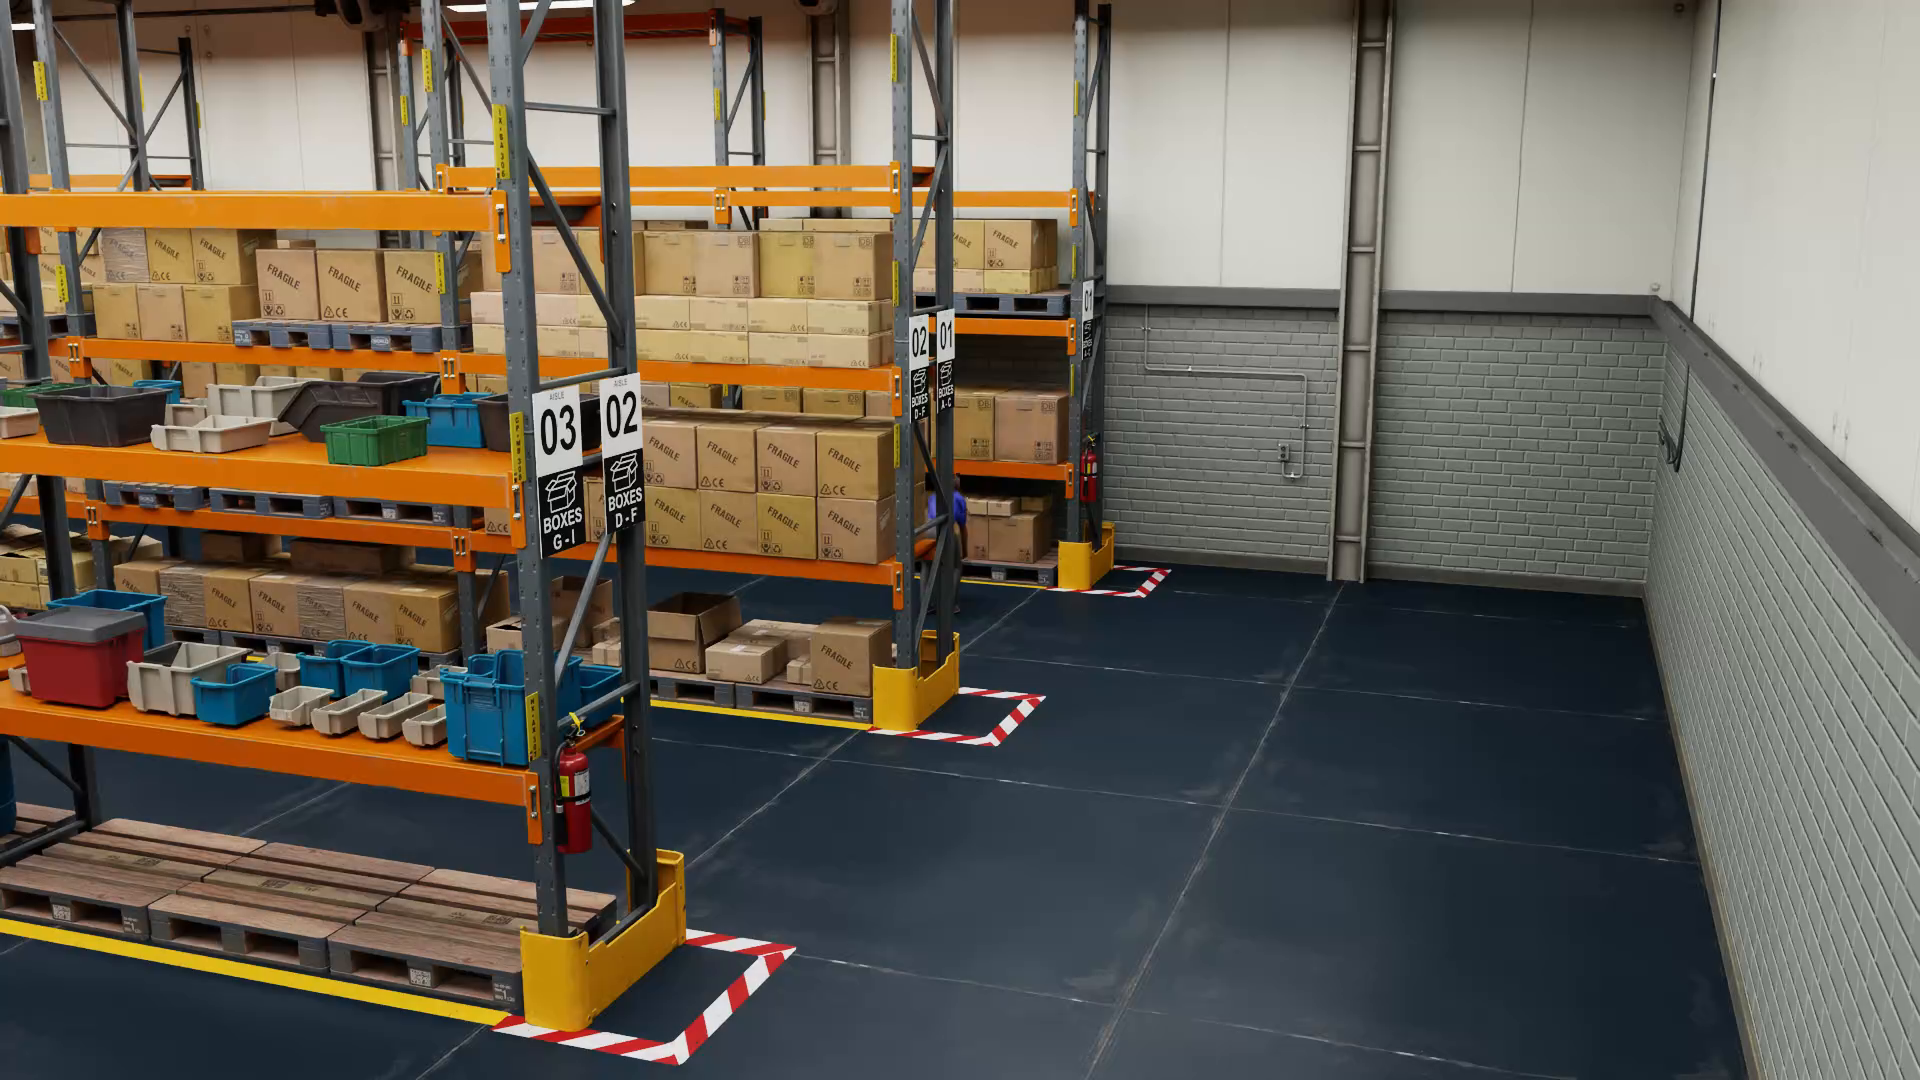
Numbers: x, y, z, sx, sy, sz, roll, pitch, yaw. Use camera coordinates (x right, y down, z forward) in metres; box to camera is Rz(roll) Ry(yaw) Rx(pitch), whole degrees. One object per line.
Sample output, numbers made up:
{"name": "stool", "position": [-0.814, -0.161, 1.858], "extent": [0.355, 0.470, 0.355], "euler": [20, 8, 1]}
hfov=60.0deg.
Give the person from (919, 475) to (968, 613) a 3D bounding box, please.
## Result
{"name": "person", "position": [-0.150, 0.047, 16.589], "extent": [0.418, 1.316, 0.788], "euler": [4, 13, 17]}
